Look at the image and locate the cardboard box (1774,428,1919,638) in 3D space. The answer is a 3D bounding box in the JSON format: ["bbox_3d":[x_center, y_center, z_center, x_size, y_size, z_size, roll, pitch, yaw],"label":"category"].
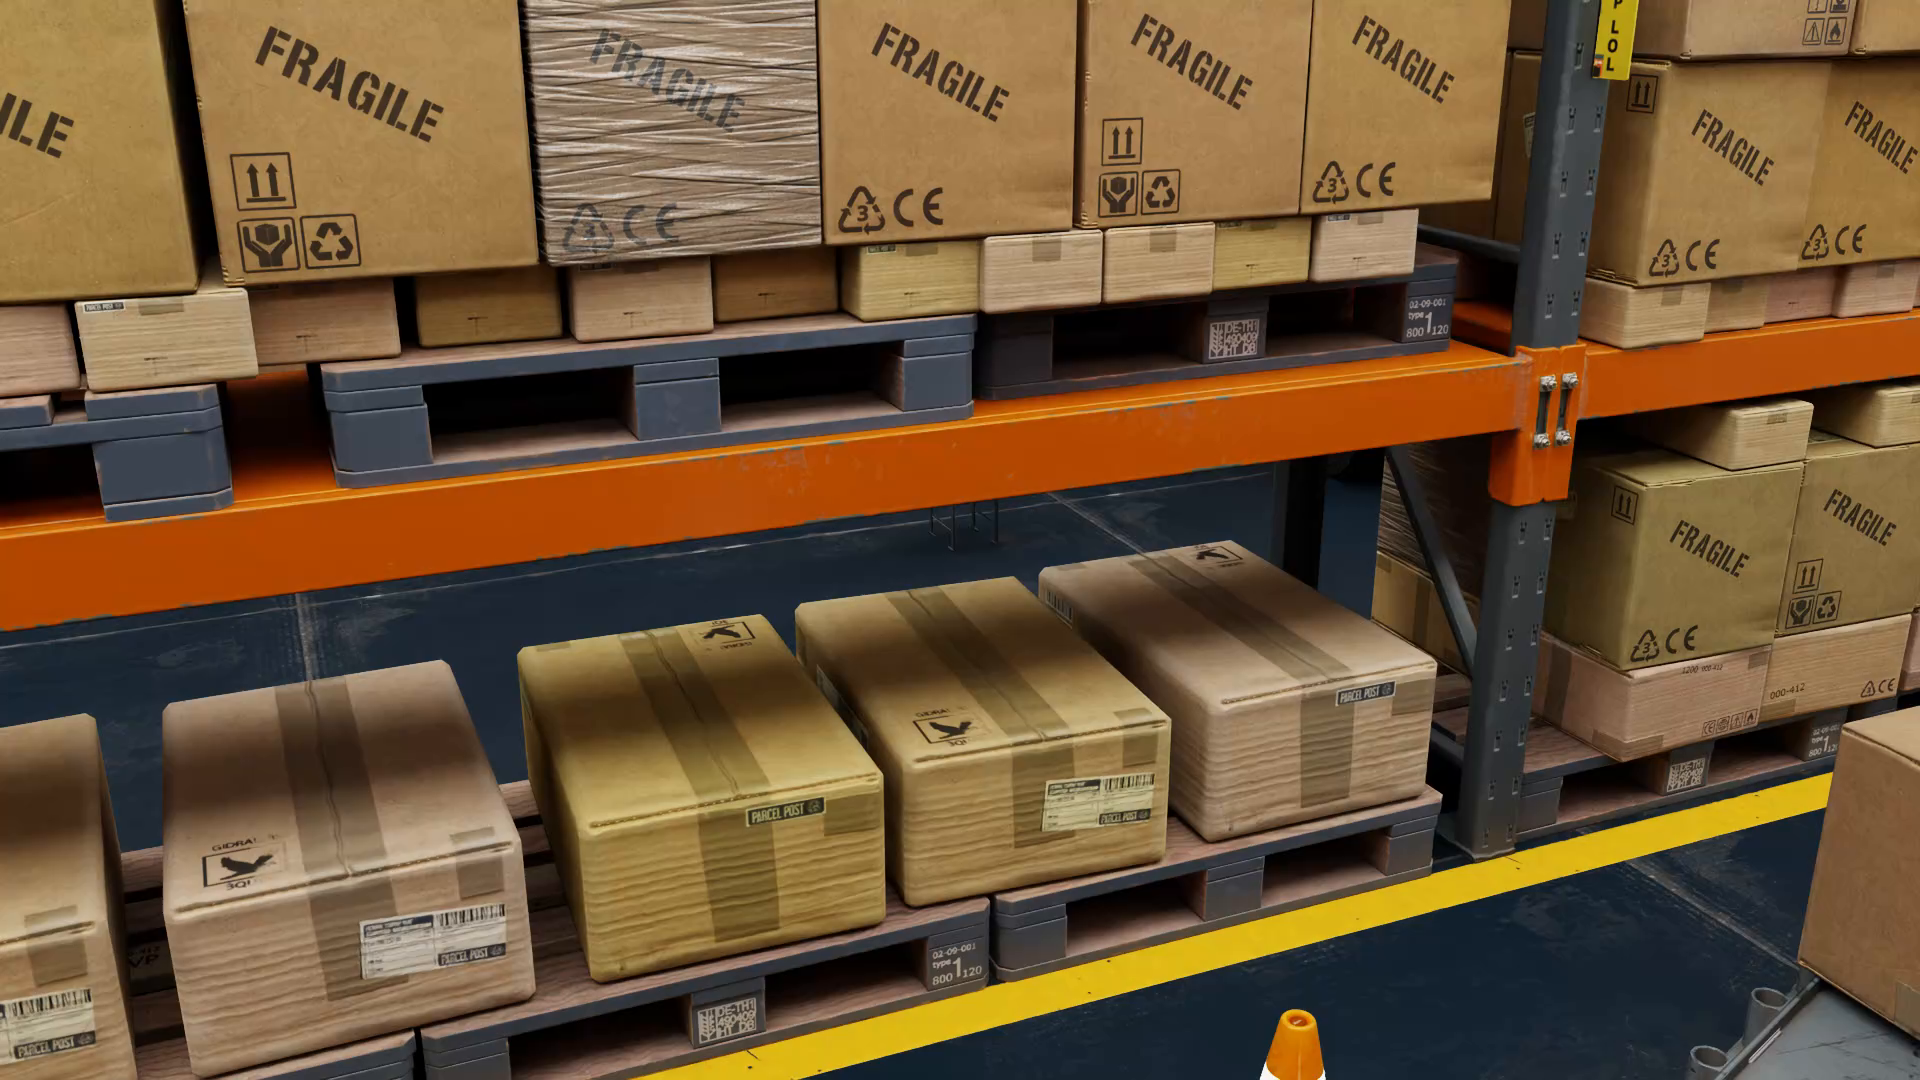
[{"bbox_3d":[2.296,-0.082,4.616,0.500,0.500,0.500,-7,21,-20],"label":"cardboard box"}]

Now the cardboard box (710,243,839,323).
[{"bbox_3d":[-0.428,-0.552,3.320,0.250,0.149,0.380,-9,21,-24],"label":"cardboard box"}]

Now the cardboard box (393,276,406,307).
[{"bbox_3d":[-1.111,-0.596,3.443,0.250,0.149,0.380,-8,21,-22],"label":"cardboard box"}]

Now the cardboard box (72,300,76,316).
[{"bbox_3d":[-1.873,-0.530,3.257,0.250,0.149,0.380,-8,21,-22],"label":"cardboard box"}]

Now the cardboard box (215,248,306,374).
[{"bbox_3d":[-3.307,-0.989,7.757,0.625,0.625,0.875,-7,21,-20],"label":"cardboard box"}]

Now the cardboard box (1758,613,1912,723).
[{"bbox_3d":[2.295,0.272,4.740,0.500,0.250,0.500,-7,21,-19],"label":"cardboard box"}]

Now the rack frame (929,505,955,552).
[{"bbox_3d":[-0.071,-0.556,6.294,0.006,1.200,0.240,-8,21,-22],"label":"rack frame"}]

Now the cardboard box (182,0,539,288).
[{"bbox_3d":[-1.047,-0.748,2.900,0.500,0.500,0.500,-8,21,-21],"label":"cardboard box"}]

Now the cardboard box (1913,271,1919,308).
[{"bbox_3d":[2.493,-0.743,4.493,0.250,0.149,0.380,-8,21,-22],"label":"cardboard box"}]

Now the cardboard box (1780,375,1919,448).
[{"bbox_3d":[2.419,-0.380,4.487,0.250,0.149,0.380,-7,21,-20],"label":"cardboard box"}]

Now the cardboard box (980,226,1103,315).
[{"bbox_3d":[0.093,-0.577,3.389,0.250,0.149,0.380,-8,21,-21],"label":"cardboard box"}]

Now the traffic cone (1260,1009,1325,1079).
[{"bbox_3d":[0.577,1.029,2.903,0.334,0.463,0.336,-8,21,-22],"label":"traffic cone"}]

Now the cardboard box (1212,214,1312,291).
[{"bbox_3d":[0.548,-0.656,3.614,0.250,0.149,0.380,-9,21,-24],"label":"cardboard box"}]

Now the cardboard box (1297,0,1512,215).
[{"bbox_3d":[0.827,-1.012,3.650,0.500,0.500,0.500,-9,21,-23],"label":"cardboard box"}]

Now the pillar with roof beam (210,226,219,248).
[{"bbox_3d":[-1.936,-3.708,3.503,0.400,9.000,9.100,-8,21,-22],"label":"pillar with roof beam"}]

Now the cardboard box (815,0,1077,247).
[{"bbox_3d":[-0.104,-0.881,3.276,0.500,0.500,0.500,-7,21,-20],"label":"cardboard box"}]

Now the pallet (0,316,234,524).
[{"bbox_3d":[-1.900,-0.267,3.053,1.003,0.211,1.213,-8,21,-22],"label":"pallet"}]

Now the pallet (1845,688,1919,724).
[{"bbox_3d":[2.885,0.297,5.361,1.213,0.211,1.003,-8,21,-22],"label":"pallet"}]

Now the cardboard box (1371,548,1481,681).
[{"bbox_3d":[1.597,0.182,4.998,0.500,0.250,0.500,-7,21,-19],"label":"cardboard box"}]

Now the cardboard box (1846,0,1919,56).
[{"bbox_3d":[2.128,-1.469,4.073,0.500,0.500,0.700,-8,21,-22],"label":"cardboard box"}]

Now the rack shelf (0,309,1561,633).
[{"bbox_3d":[-0.676,-0.155,3.529,4.000,0.370,1.077,-8,21,-22],"label":"rack shelf"}]

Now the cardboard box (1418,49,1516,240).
[{"bbox_3d":[1.470,-1.079,4.472,0.500,0.500,0.500,-9,21,-23],"label":"cardboard box"}]

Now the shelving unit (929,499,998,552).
[{"bbox_3d":[0.013,-0.568,6.328,0.189,1.200,0.258,-8,21,-22],"label":"shelving unit"}]

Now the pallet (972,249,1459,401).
[{"bbox_3d":[0.401,-0.611,4.029,1.213,0.211,1.003,-8,21,-22],"label":"pallet"}]

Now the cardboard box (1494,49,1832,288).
[{"bbox_3d":[1.675,-0.918,4.014,0.500,0.500,0.500,-8,21,-22],"label":"cardboard box"}]

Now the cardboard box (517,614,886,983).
[{"bbox_3d":[-0.617,0.541,3.793,0.625,0.372,0.950,-7,21,-20],"label":"cardboard box"}]

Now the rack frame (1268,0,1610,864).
[{"bbox_3d":[1.161,-0.758,4.157,0.127,3.000,1.000,-8,21,-22],"label":"rack frame"}]

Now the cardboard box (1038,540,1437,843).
[{"bbox_3d":[0.680,0.354,4.326,0.625,0.372,0.950,-8,21,-21],"label":"cardboard box"}]

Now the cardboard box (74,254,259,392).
[{"bbox_3d":[-1.337,-0.376,2.819,0.250,0.149,0.380,-8,21,-22],"label":"cardboard box"}]

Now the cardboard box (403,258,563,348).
[{"bbox_3d":[-0.903,-0.480,3.116,0.250,0.149,0.380,-7,21,-20],"label":"cardboard box"}]

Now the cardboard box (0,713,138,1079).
[{"bbox_3d":[-1.989,0.739,3.232,0.625,0.372,0.950,-10,22,-26],"label":"cardboard box"}]

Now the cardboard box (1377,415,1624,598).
[{"bbox_3d":[1.598,-0.172,4.873,0.500,0.500,0.500,-8,21,-23],"label":"cardboard box"}]

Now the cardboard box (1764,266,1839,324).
[{"bbox_3d":[2.020,-0.676,4.304,0.250,0.149,0.380,-8,21,-22],"label":"cardboard box"}]

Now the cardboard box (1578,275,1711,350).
[{"bbox_3d":[1.577,-0.583,4.039,0.250,0.149,0.380,-8,21,-22],"label":"cardboard box"}]

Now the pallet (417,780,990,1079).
[{"bbox_3d":[-0.676,0.822,3.869,1.213,0.211,1.003,-8,21,-22],"label":"pallet"}]
